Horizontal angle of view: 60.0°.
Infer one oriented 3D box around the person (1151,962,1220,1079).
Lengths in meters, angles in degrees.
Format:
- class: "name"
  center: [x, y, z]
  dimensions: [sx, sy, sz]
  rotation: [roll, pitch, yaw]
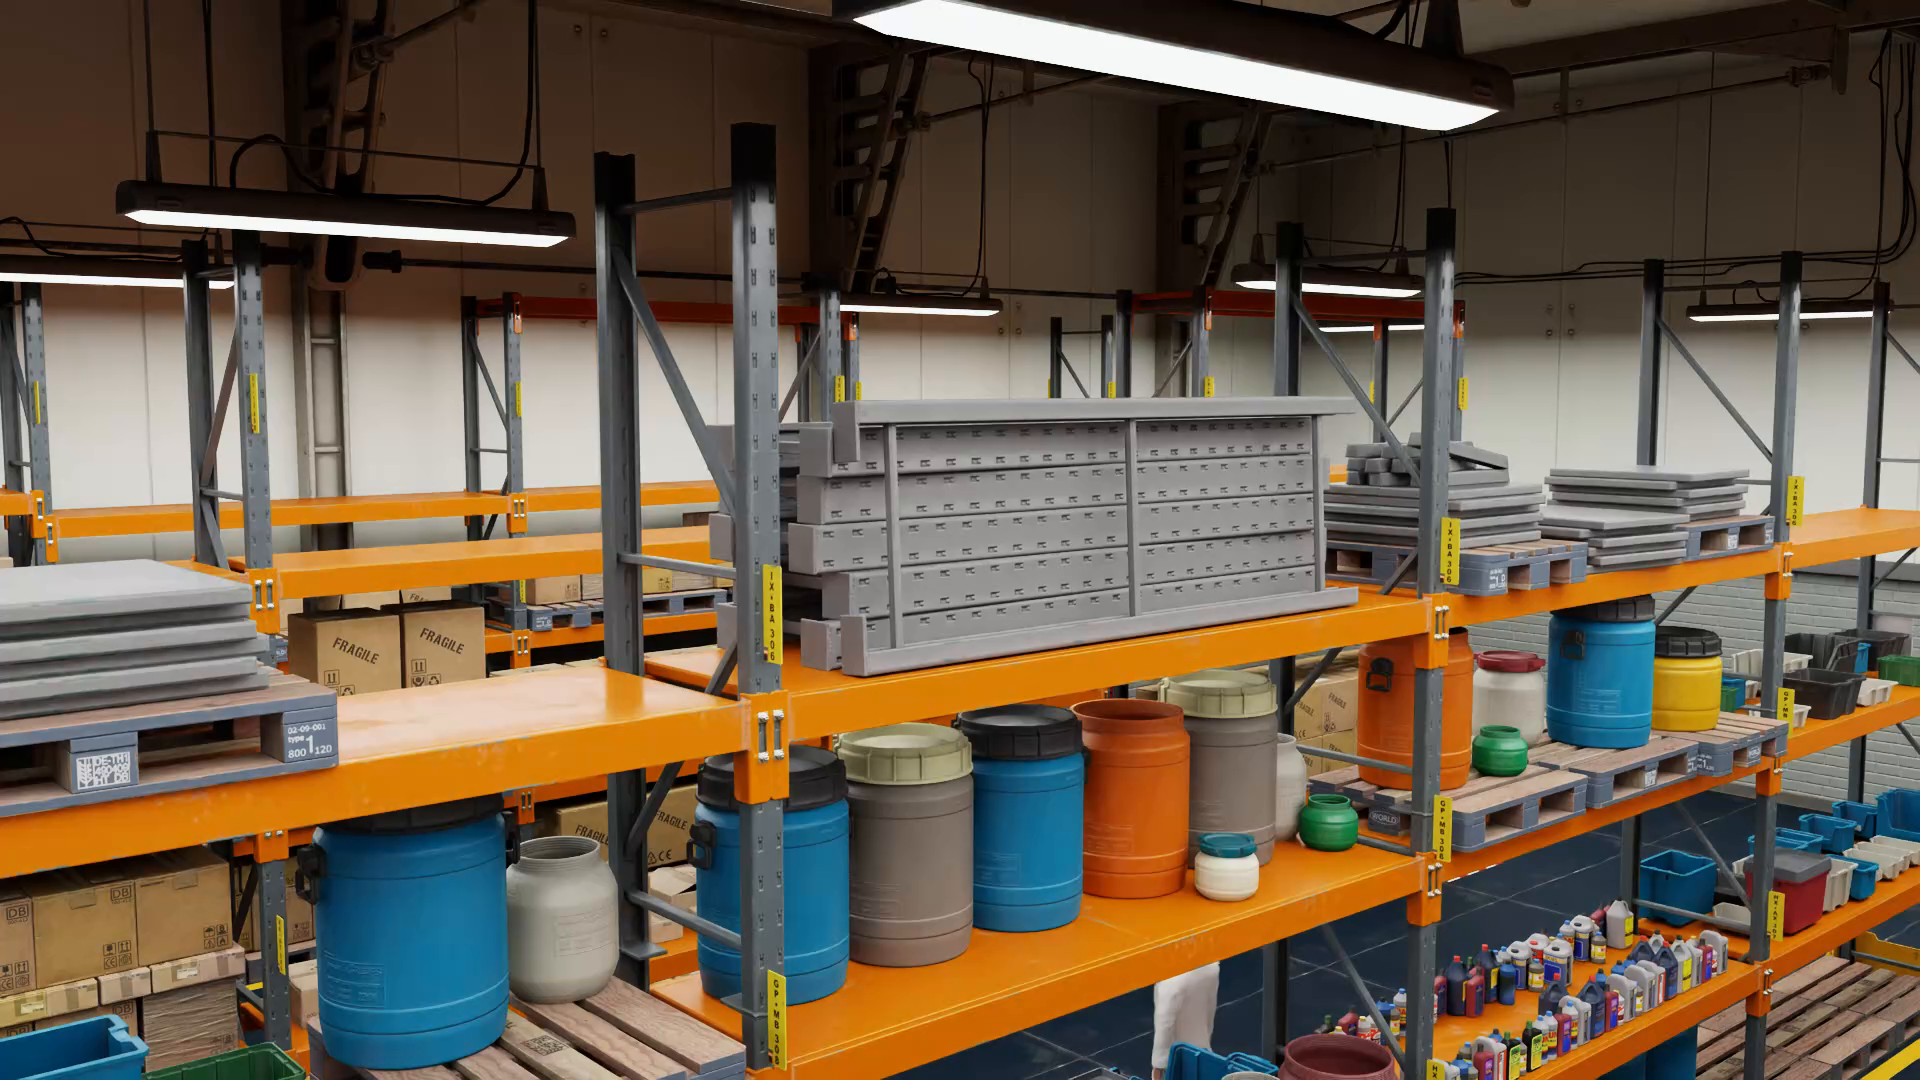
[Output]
- class: "person"
  center: [1.389, 3.293, 10.571]
  dimensions: [0.418, 1.746, 0.613]
  rotation: [3, 6, 31]
